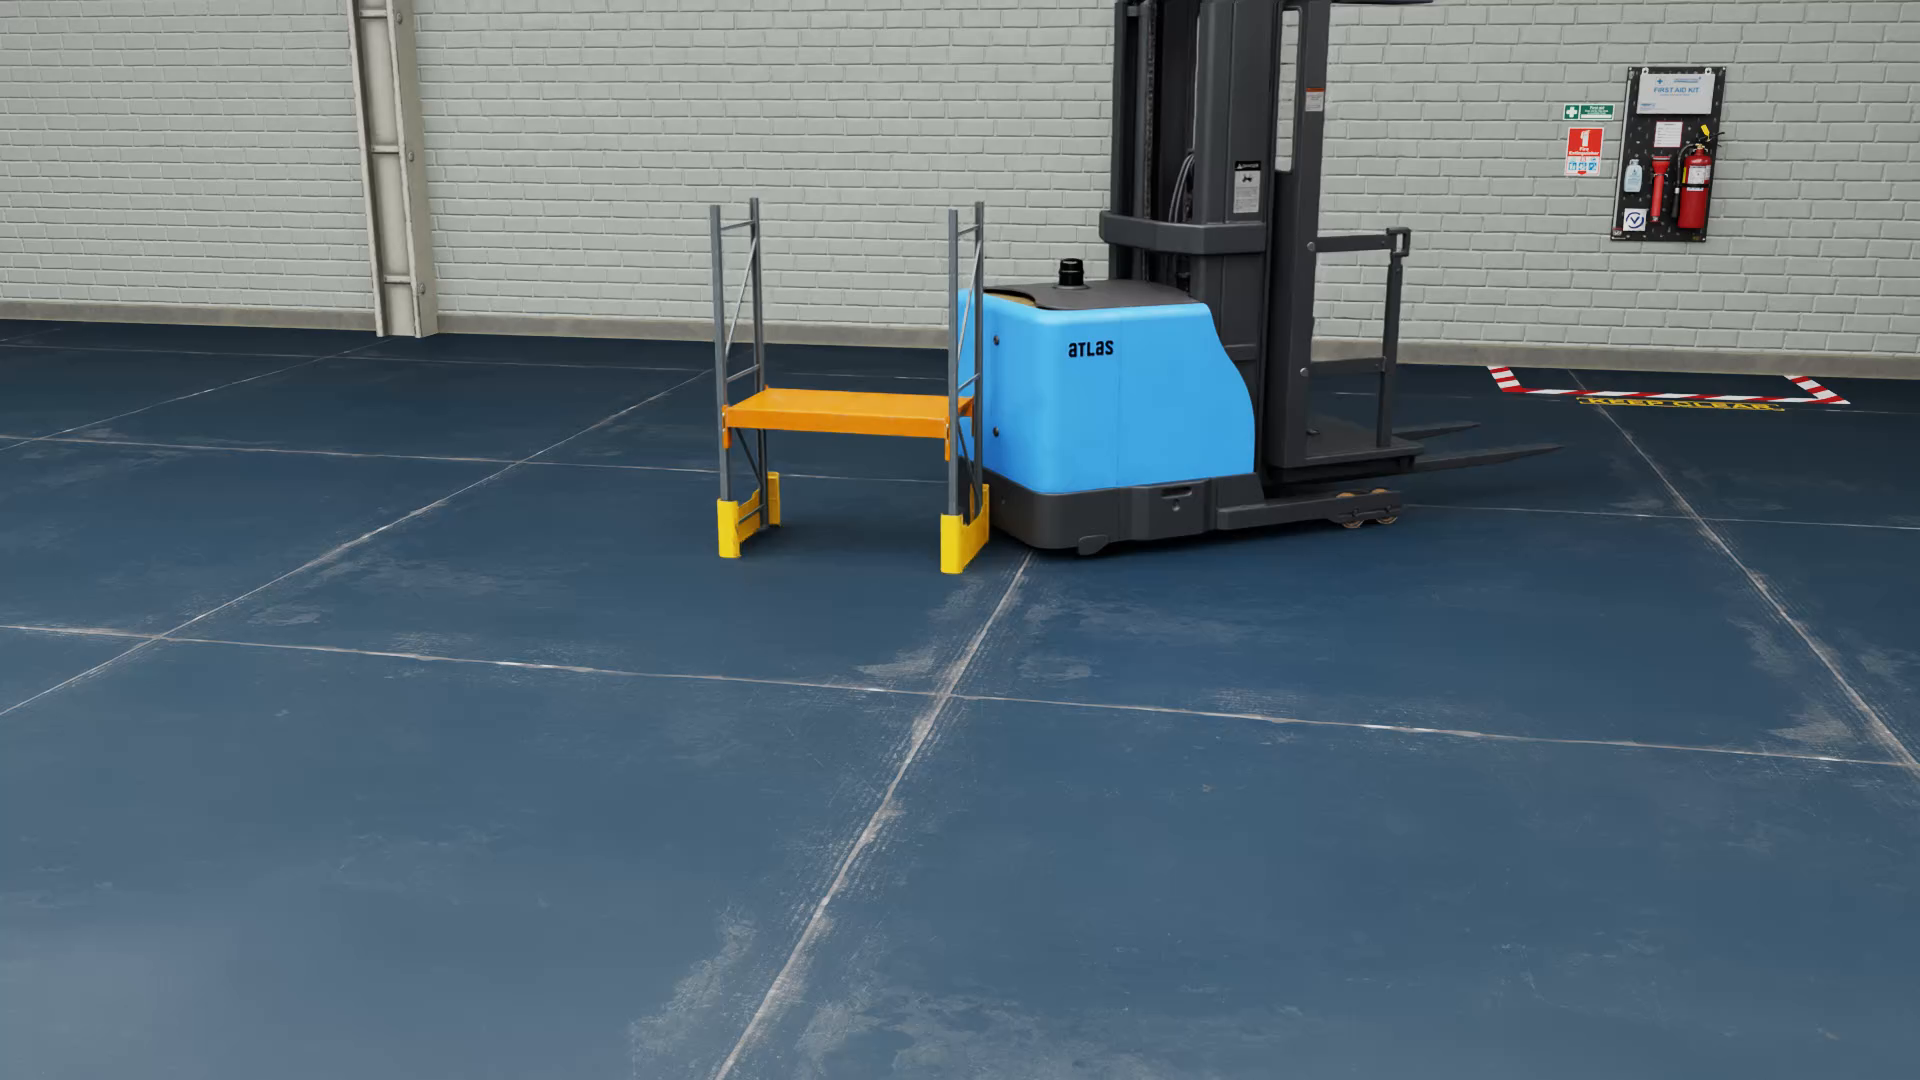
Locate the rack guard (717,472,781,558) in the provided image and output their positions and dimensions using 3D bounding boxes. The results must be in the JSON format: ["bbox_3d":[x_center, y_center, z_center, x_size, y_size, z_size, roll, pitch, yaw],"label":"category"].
[{"bbox_3d":[-0.940,-0.119,7.452,0.087,0.250,0.587,4,16,13],"label":"rack guard"}]

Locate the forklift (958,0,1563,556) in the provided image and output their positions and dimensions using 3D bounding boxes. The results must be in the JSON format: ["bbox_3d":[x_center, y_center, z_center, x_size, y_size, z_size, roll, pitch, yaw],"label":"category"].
[{"bbox_3d":[1.515,-1.585,7.725,3.031,2.935,1.130,-7,17,-23],"label":"forklift"}]

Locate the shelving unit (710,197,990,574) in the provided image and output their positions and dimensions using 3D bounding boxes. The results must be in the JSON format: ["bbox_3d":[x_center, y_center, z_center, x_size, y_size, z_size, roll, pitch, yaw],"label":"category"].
[{"bbox_3d":[-0.457,-0.689,7.170,1.083,1.500,0.587,4,16,13],"label":"shelving unit"}]

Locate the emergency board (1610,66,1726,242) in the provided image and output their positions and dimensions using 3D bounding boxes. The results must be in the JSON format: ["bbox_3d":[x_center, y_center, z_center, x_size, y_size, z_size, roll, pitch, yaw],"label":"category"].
[{"bbox_3d":[4.854,-2.625,11.348,0.643,1.169,0.194,3,16,11],"label":"emergency board"}]

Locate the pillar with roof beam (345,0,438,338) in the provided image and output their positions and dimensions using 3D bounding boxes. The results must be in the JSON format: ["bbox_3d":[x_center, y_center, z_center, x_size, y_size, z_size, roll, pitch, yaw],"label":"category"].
[{"bbox_3d":[-5.349,-4.886,8.276,0.400,9.000,9.100,3,16,11],"label":"pillar with roof beam"}]

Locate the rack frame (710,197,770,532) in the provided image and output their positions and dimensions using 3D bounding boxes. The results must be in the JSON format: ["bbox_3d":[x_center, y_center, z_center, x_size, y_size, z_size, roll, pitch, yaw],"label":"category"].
[{"bbox_3d":[-0.959,-0.722,7.290,0.032,1.500,0.500,4,16,13],"label":"rack frame"}]

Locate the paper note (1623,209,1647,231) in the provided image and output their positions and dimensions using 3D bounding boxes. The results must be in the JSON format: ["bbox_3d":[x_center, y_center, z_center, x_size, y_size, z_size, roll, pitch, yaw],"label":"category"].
[{"bbox_3d":[4.695,-2.228,11.565,0.142,0.148,0.016,3,16,11],"label":"paper note"}]

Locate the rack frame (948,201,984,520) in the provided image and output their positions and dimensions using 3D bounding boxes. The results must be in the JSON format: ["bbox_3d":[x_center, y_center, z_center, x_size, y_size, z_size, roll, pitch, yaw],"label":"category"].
[{"bbox_3d":[0.027,-0.657,7.054,0.032,1.500,0.500,4,16,13],"label":"rack frame"}]

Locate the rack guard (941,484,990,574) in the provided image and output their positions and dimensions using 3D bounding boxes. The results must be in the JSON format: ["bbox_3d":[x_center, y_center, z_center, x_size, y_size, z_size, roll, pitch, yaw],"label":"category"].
[{"bbox_3d":[0.026,-0.055,7.221,0.087,0.250,0.587,4,16,13],"label":"rack guard"}]

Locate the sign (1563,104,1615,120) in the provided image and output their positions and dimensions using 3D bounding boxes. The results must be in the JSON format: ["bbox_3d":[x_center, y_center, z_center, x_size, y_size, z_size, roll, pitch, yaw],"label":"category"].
[{"bbox_3d":[4.336,-2.951,11.467,0.331,0.109,0.001,3,16,11],"label":"sign"}]

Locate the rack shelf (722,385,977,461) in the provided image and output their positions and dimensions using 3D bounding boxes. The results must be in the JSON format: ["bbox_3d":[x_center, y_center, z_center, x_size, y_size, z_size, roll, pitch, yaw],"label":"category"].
[{"bbox_3d":[-0.466,-0.516,7.220,1.000,0.185,0.538,4,16,13],"label":"rack shelf"}]

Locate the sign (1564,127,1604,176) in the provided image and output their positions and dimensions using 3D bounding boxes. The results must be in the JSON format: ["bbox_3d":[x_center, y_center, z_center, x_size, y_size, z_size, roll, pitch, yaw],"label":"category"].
[{"bbox_3d":[4.333,-2.698,11.547,0.234,0.329,0.001,3,16,11],"label":"sign"}]
